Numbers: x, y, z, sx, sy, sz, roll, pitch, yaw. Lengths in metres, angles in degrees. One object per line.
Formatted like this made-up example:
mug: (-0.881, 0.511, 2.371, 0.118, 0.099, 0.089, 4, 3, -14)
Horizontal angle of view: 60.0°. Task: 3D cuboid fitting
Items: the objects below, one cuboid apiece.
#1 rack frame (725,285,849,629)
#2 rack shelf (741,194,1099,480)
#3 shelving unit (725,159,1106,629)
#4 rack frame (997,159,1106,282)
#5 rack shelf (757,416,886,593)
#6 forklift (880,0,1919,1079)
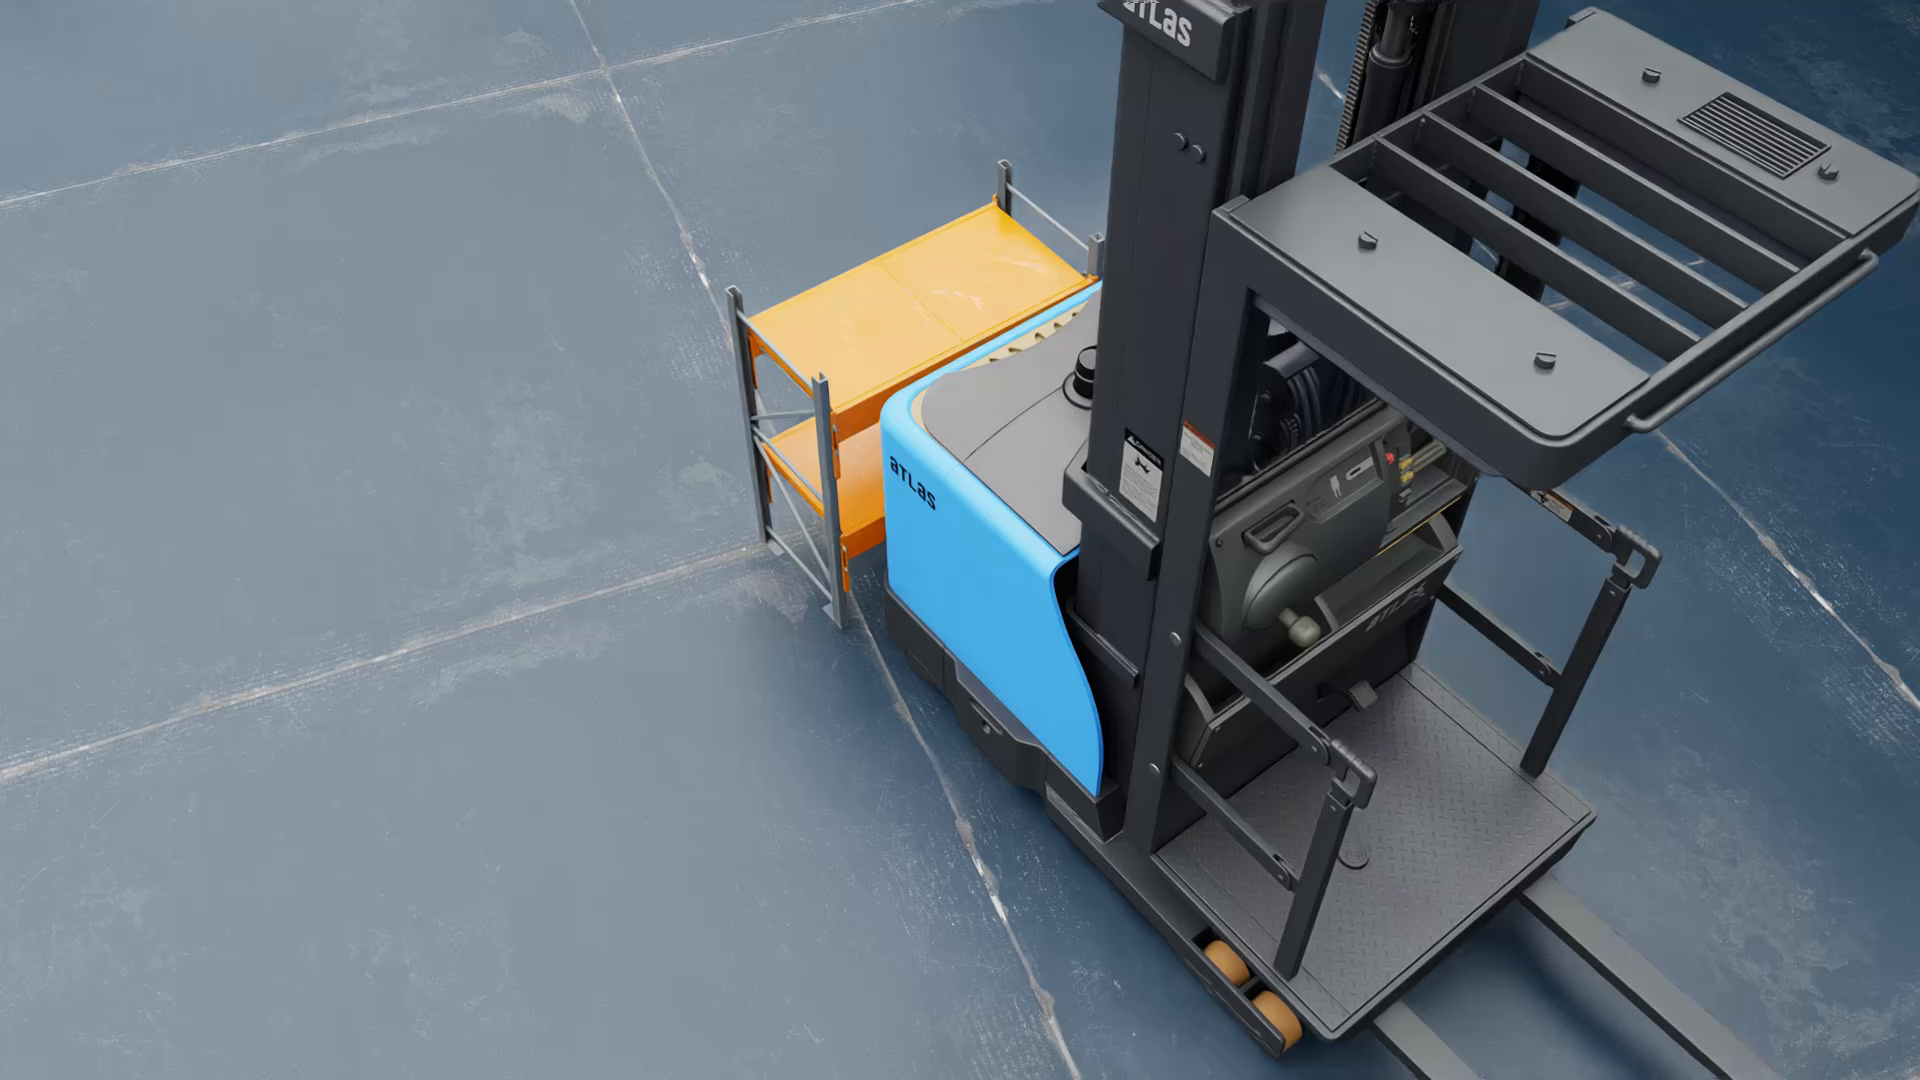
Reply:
rack frame: (-0.530, -0.229, 5.206, 0.032, 1.125, 0.500, -30, 56, -23)
rack shelf: (-0.125, -0.652, 5.183, 1.000, 0.278, 0.538, -30, 56, -23)
shelving unit: (-0.125, -0.462, 5.405, 1.048, 1.125, 0.538, -30, 56, -23)
rack frame: (0.281, -0.694, 5.604, 0.032, 1.125, 0.500, -30, 56, -23)
rack shelf: (-0.125, -0.302, 5.590, 1.000, 0.278, 0.538, -30, 56, -23)
forklift: (1.066, 0.006, 3.812, 1.130, 2.935, 3.031, -31, 56, -24)
